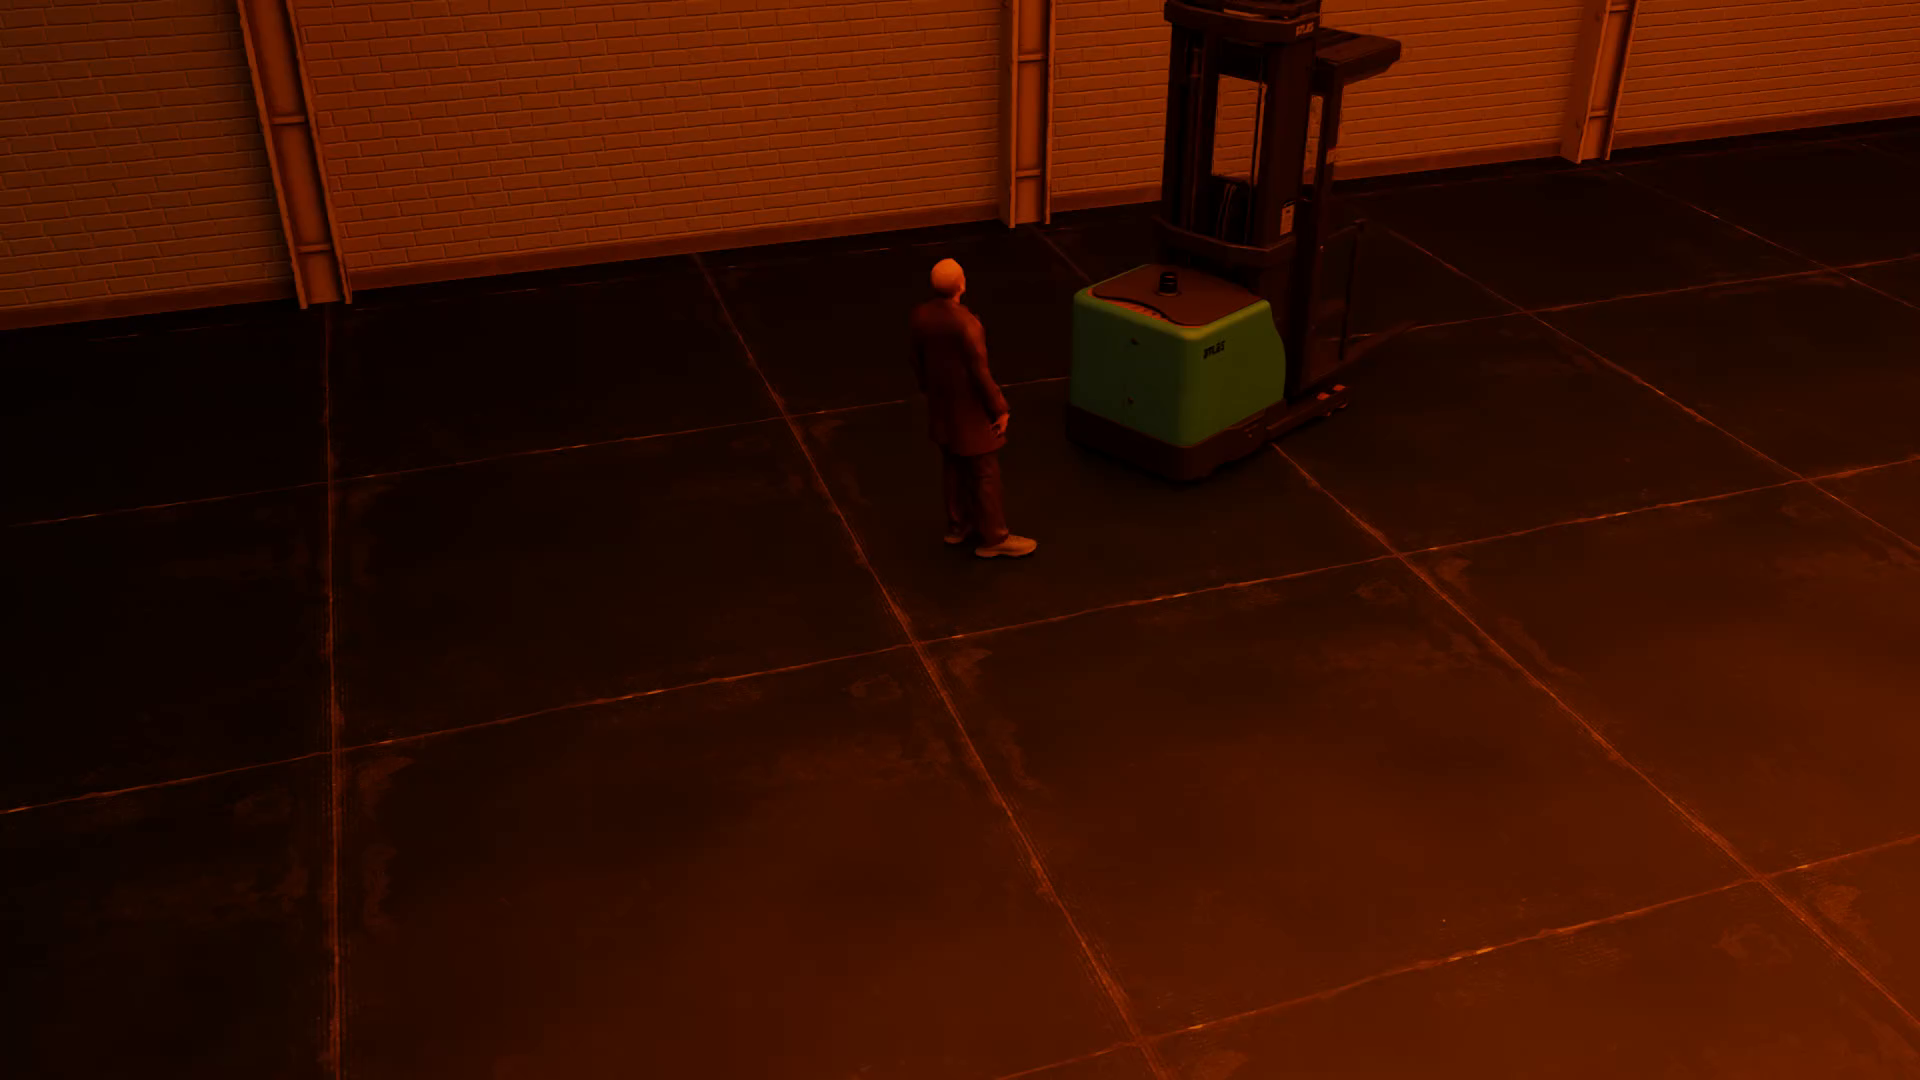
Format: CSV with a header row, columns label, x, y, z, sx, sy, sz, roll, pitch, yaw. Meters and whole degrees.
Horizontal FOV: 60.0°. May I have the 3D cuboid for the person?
label,x,y,z,sx,sy,sz,roll,pitch,yaw
person,0.055,-0.772,9.582,0.775,1.778,0.465,26,39,38

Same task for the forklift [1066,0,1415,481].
label,x,y,z,sx,sy,sz,roll,pitch,yaw
forklift,2.097,-2.279,11.048,1.130,2.935,3.031,26,39,37
